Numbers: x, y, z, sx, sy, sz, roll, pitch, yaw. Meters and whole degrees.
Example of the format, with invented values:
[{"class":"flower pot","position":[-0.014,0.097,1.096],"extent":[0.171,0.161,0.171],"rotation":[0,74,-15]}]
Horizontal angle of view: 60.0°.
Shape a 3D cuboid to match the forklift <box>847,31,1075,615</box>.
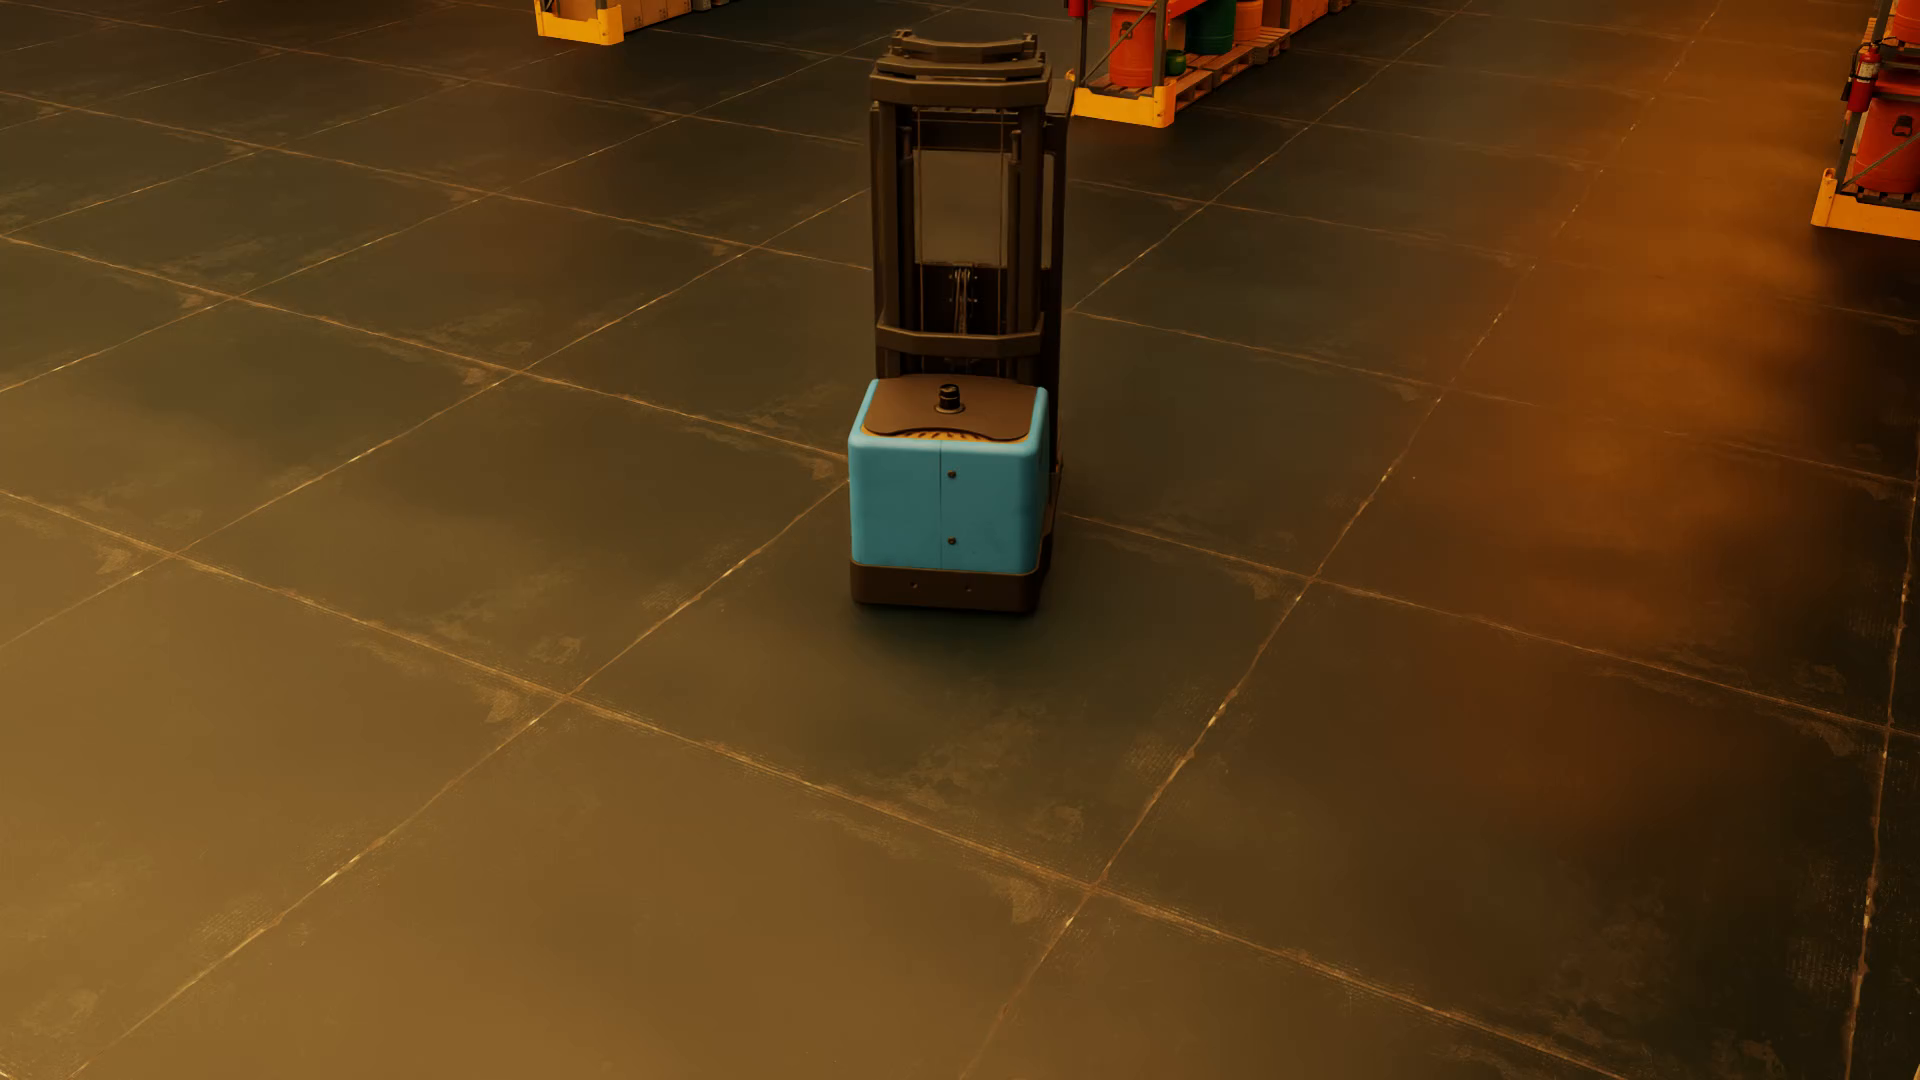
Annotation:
[{"class":"forklift","position":[0.072,-1.572,9.794],"extent":[1.130,2.935,3.031],"rotation":[3,30,6]}]
